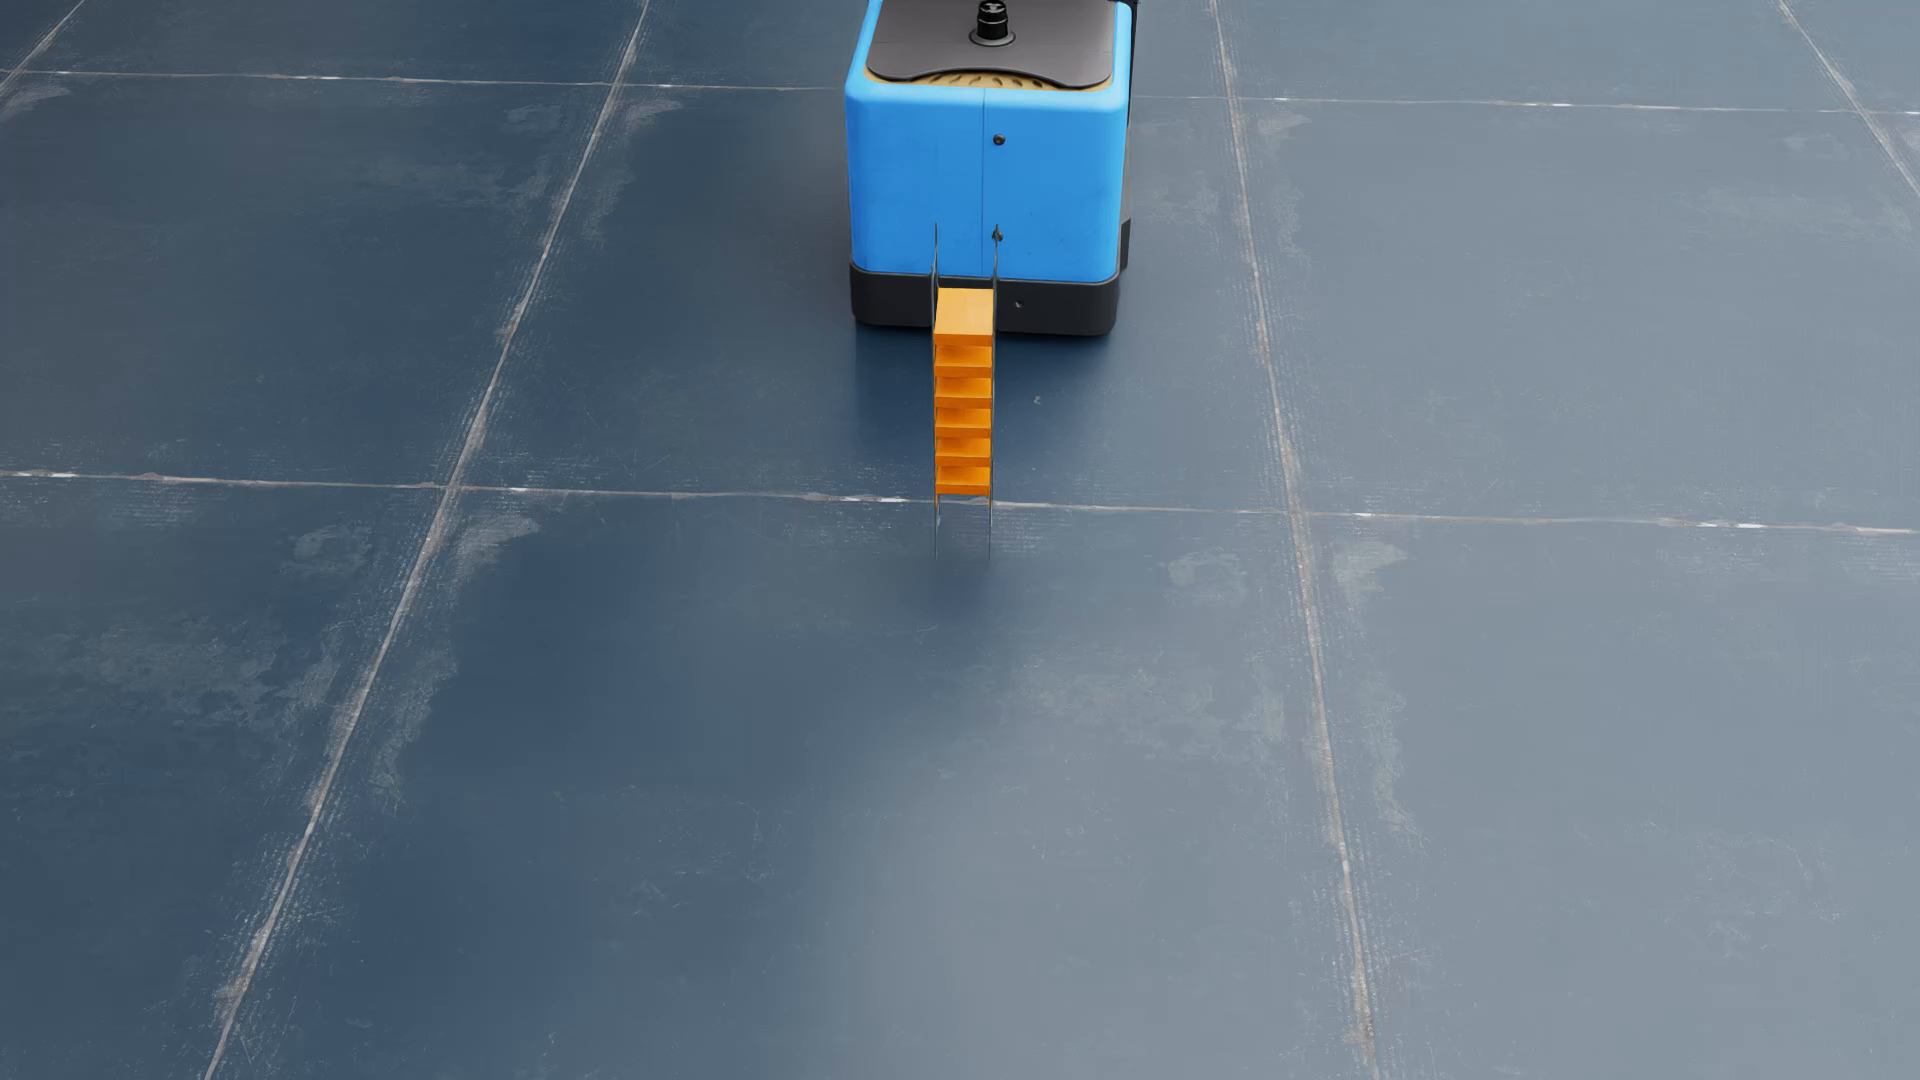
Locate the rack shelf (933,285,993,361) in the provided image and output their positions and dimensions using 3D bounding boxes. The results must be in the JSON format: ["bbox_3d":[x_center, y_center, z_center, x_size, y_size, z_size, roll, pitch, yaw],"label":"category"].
[{"bbox_3d":[0.014,-0.669,5.125,0.180,0.103,0.258,2,43,2],"label":"rack shelf"}]

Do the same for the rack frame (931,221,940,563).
[{"bbox_3d":[-0.077,-0.441,5.344,0.006,1.200,0.240,2,43,2],"label":"rack frame"}]

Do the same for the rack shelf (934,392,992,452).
[{"bbox_3d":[0.014,-0.406,5.371,0.180,0.103,0.258,2,43,2],"label":"rack shelf"}]

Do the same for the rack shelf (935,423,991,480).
[{"bbox_3d":[0.014,-0.318,5.453,0.180,0.103,0.258,2,43,2],"label":"rack shelf"}]

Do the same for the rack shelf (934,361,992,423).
[{"bbox_3d":[0.014,-0.494,5.289,0.180,0.103,0.258,2,43,2],"label":"rack shelf"}]

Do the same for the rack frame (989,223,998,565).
[{"bbox_3d":[0.106,-0.436,5.338,0.006,1.200,0.240,2,43,2],"label":"rack frame"}]

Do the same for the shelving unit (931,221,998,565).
[{"bbox_3d":[0.014,-0.439,5.341,0.189,1.200,0.258,2,43,2],"label":"shelving unit"}]

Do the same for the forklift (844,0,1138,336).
[{"bbox_3d":[0.219,-2.871,6.681,1.130,2.935,3.031,4,43,4],"label":"forklift"}]

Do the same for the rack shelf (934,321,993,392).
[{"bbox_3d":[0.014,-0.582,5.207,0.180,0.103,0.258,2,43,2],"label":"rack shelf"}]

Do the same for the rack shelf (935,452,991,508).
[{"bbox_3d":[0.014,-0.230,5.534,0.180,0.103,0.258,2,43,2],"label":"rack shelf"}]
